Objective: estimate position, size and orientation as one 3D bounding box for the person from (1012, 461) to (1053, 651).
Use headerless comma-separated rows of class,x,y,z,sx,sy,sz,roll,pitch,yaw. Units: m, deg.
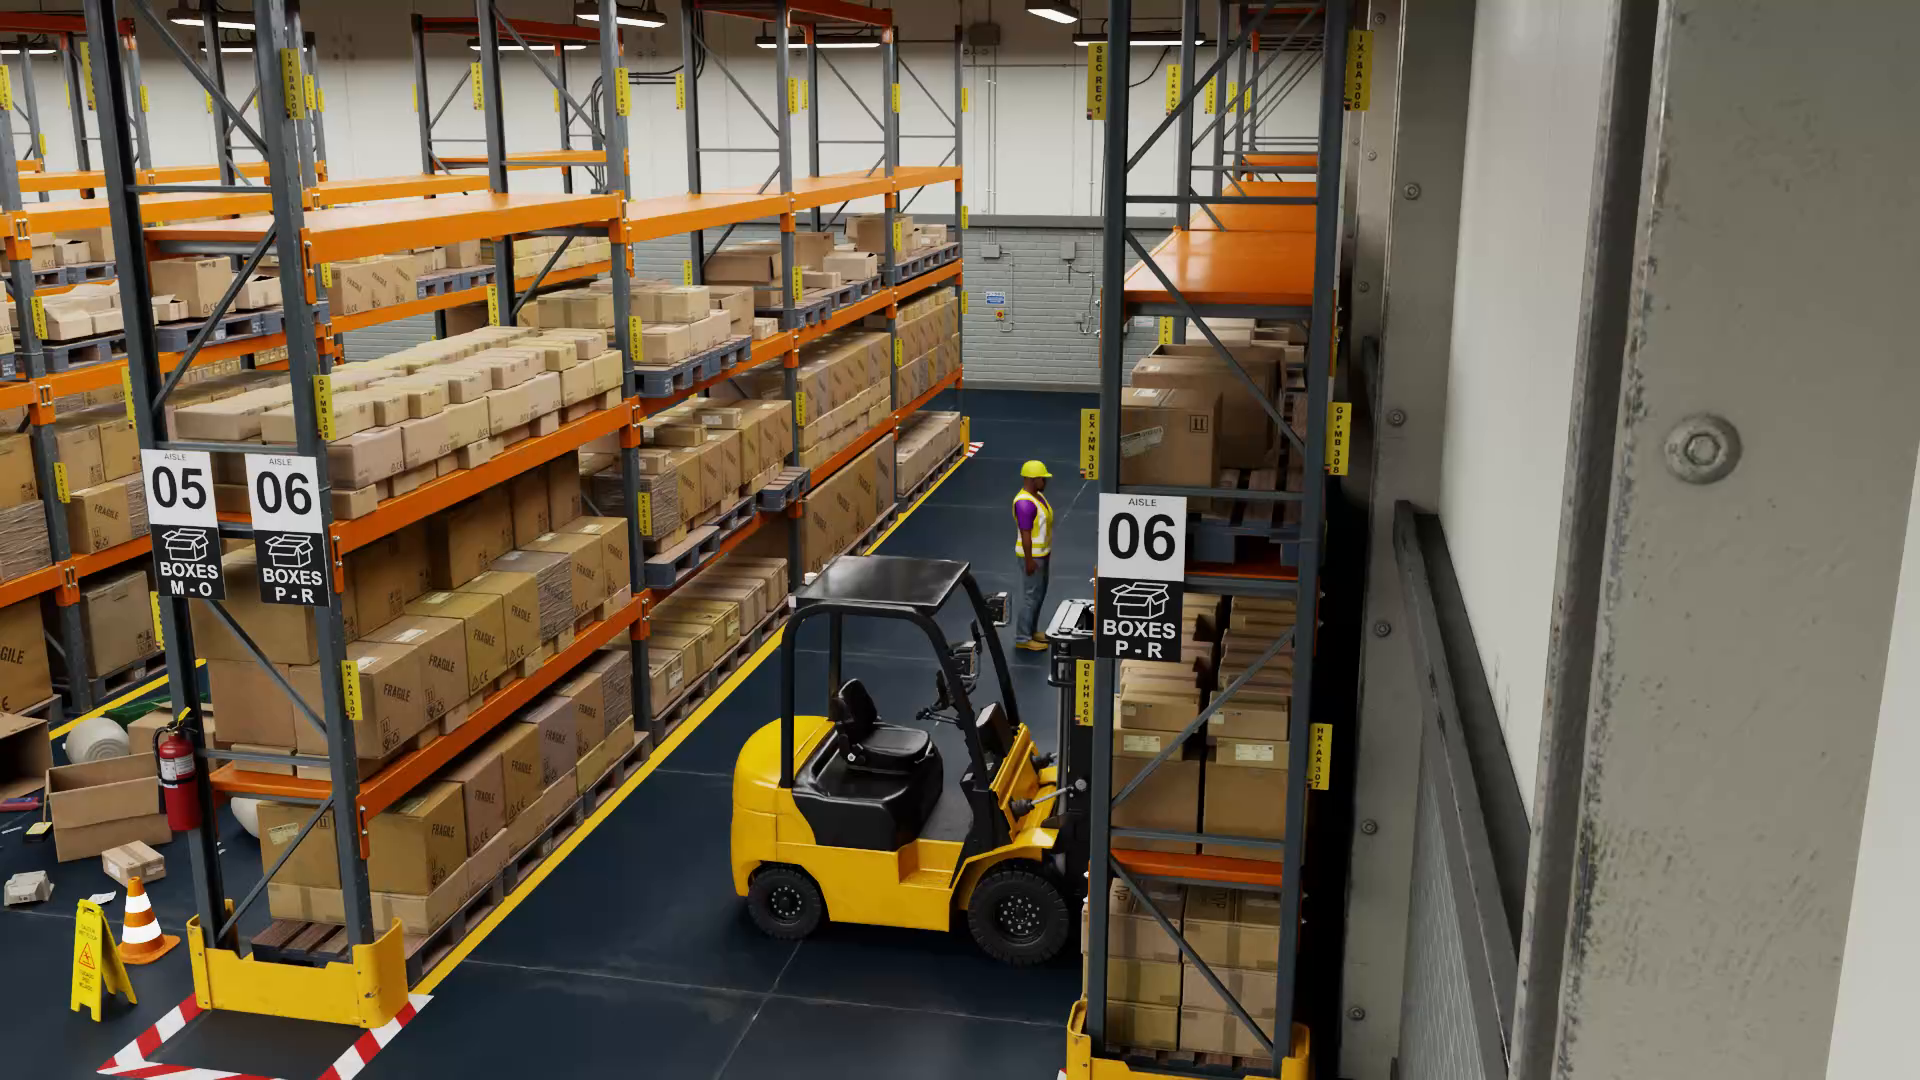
person,0.687,0.128,15.474,0.360,1.762,0.564,3,15,12
